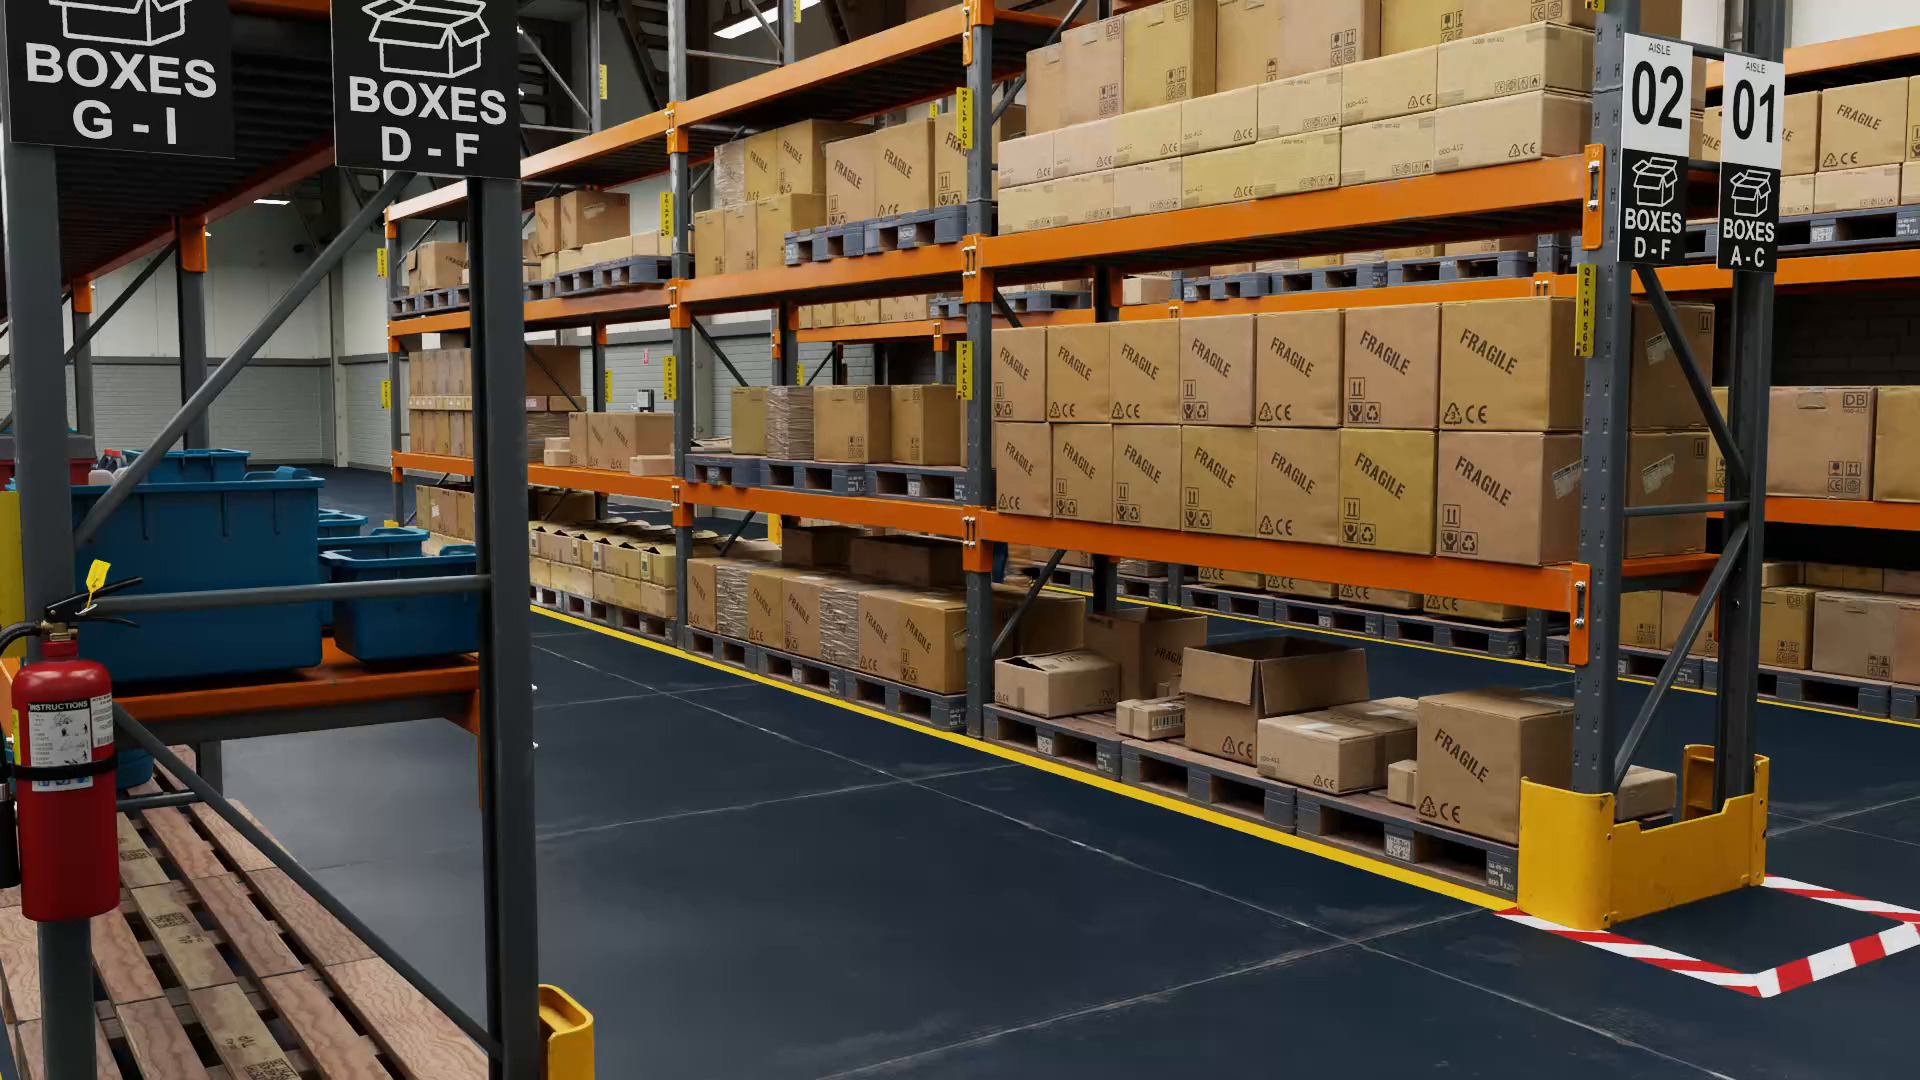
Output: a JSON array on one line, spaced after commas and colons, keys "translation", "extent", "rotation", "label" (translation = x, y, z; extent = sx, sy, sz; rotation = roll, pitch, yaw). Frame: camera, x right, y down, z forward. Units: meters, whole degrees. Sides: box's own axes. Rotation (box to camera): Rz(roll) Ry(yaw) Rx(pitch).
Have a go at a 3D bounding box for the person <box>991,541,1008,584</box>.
[{"translation": [0.291, -0.183, 15.453], "extent": [0.342, 1.593, 0.461], "rotation": [-4, 6, -36], "label": "person"}]
